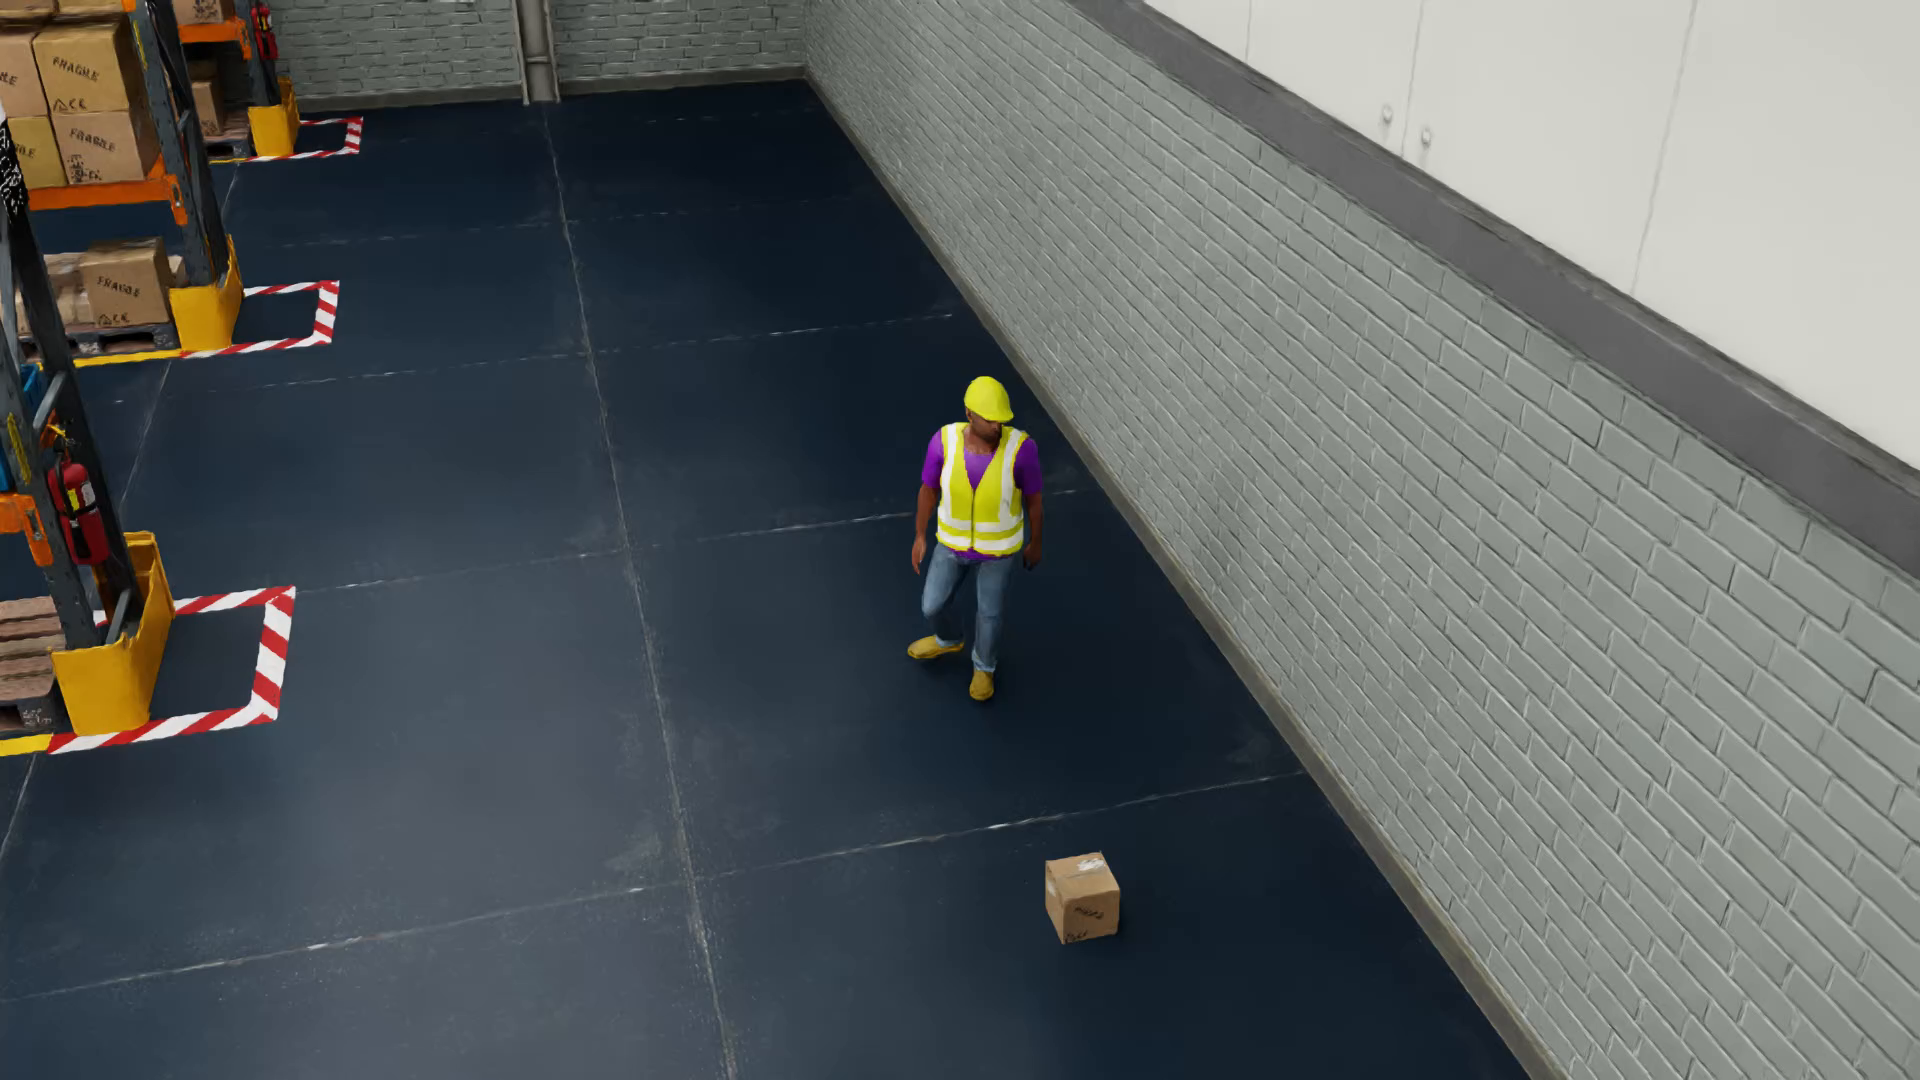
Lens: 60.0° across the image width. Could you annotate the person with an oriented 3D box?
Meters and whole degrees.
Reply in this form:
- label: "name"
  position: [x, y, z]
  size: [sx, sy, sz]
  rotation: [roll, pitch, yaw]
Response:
- label: "person"
  position: [0.049, -0.025, 8.228]
  size: [0.726, 1.757, 0.448]
  rotation: [7, 31, 12]
